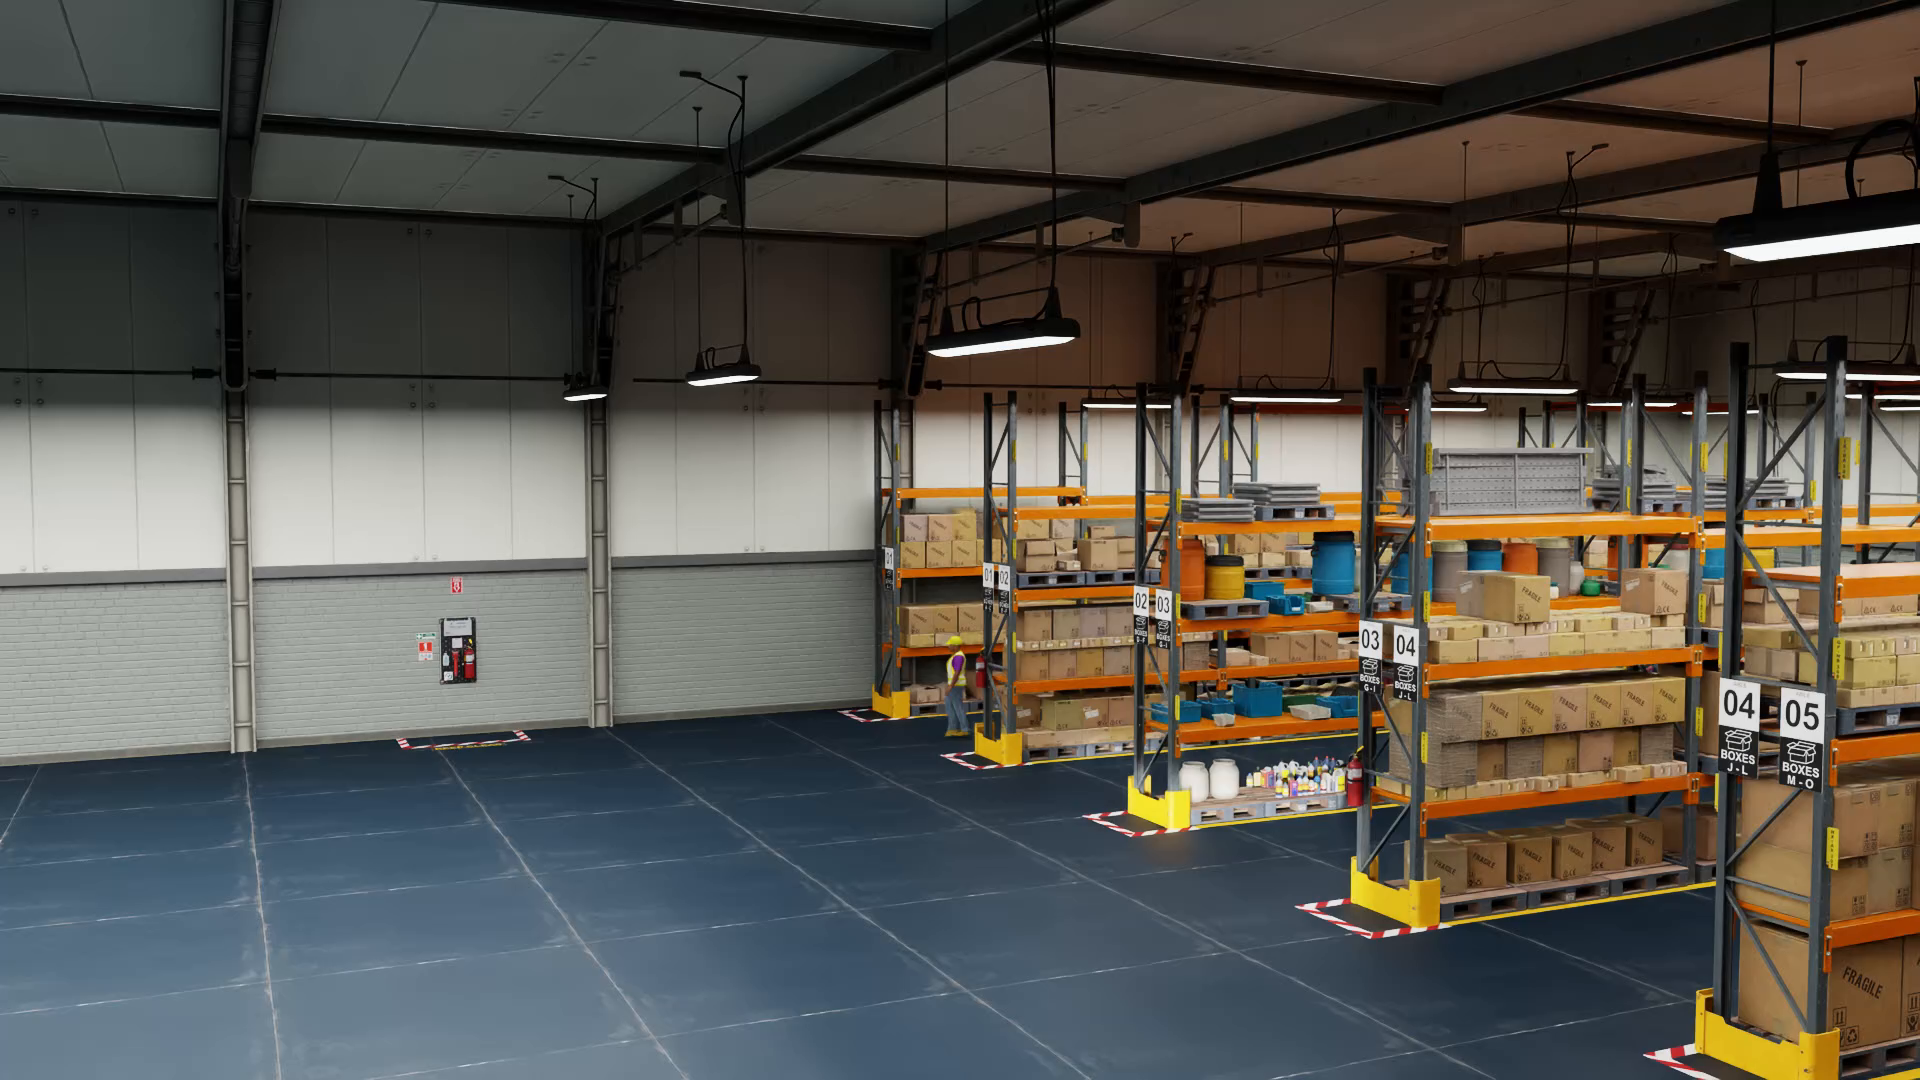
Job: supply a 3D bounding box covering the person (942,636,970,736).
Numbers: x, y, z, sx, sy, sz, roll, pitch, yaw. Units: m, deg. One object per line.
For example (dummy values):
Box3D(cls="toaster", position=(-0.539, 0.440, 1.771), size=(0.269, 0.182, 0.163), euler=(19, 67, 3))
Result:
Box3D(cls="person", position=(-0.079, 2.602, 29.254), size=(0.519, 1.837, 0.633), euler=(0, 3, -3))
